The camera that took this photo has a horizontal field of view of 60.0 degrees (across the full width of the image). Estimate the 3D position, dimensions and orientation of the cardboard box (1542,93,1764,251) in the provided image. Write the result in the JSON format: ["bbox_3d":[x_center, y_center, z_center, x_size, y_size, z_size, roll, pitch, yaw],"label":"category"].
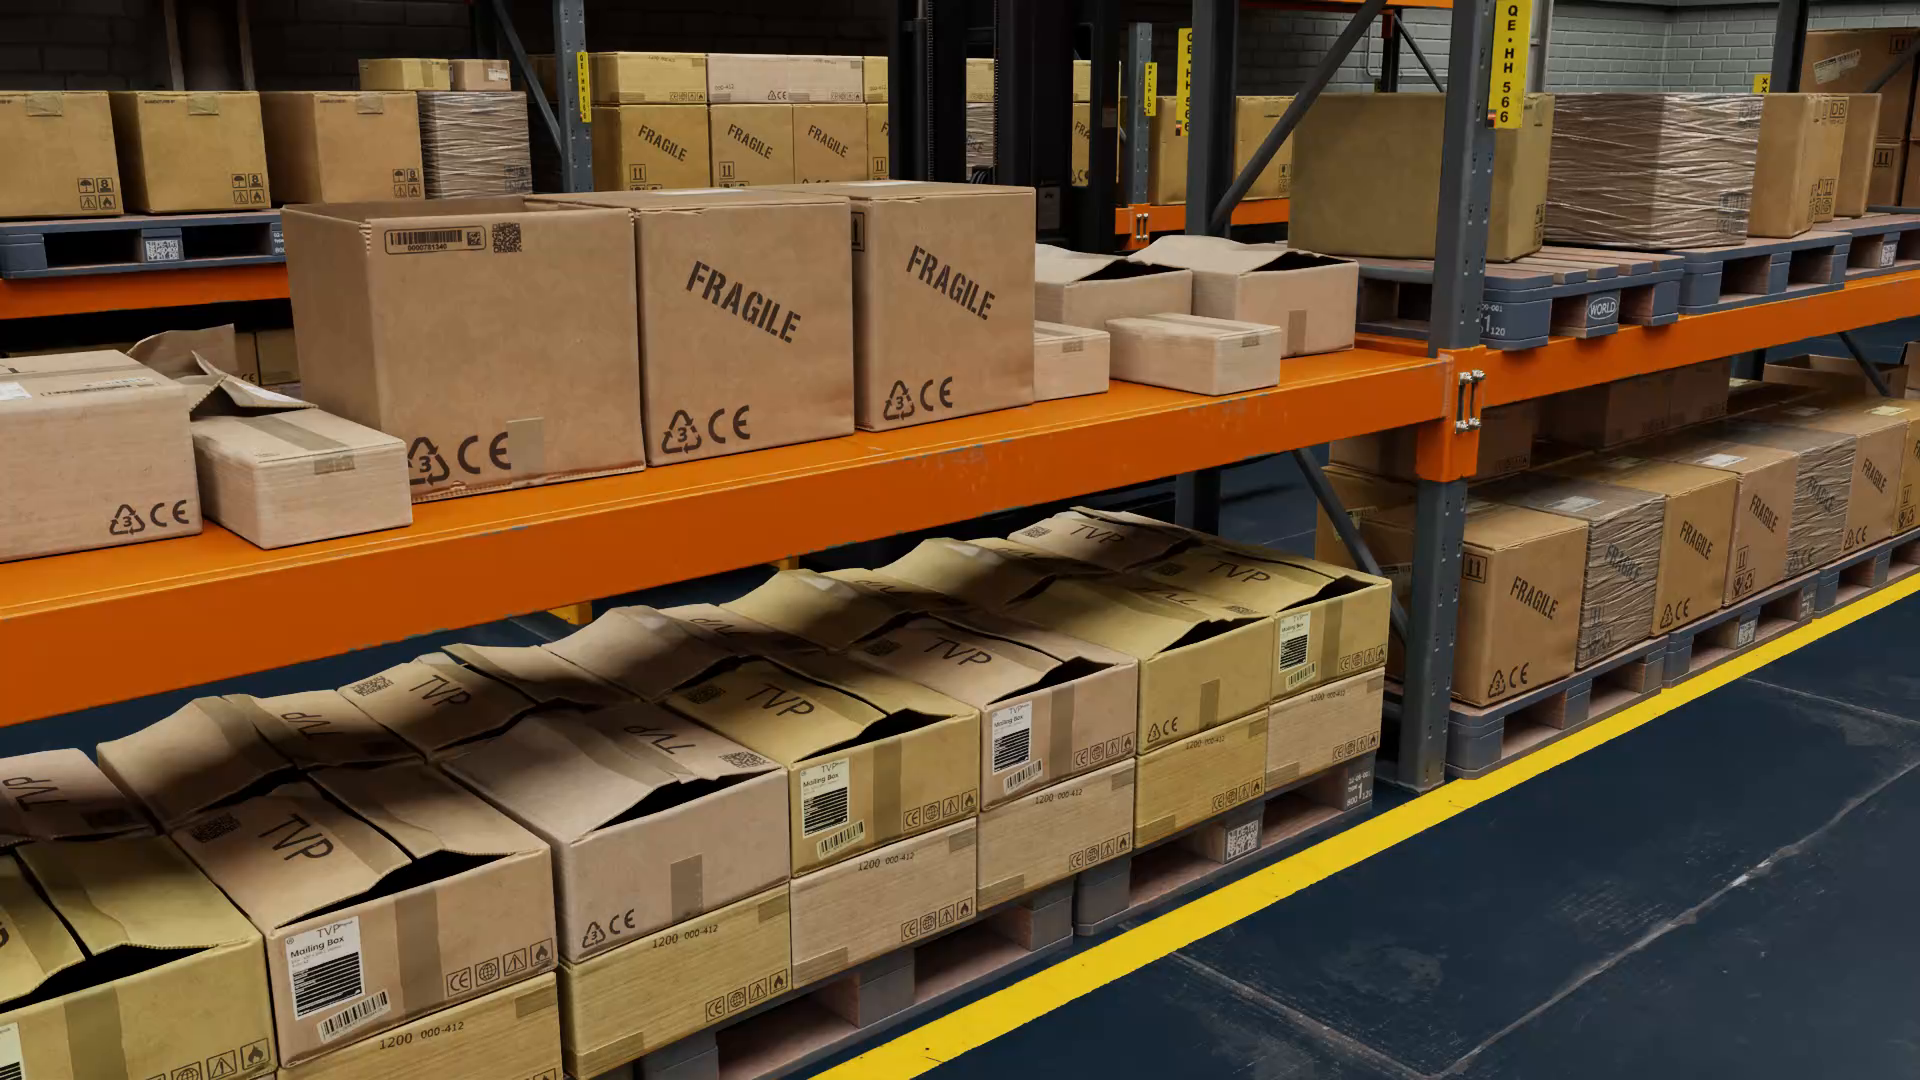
[{"bbox_3d":[2.295,-1.297,5.785,0.500,0.500,0.700,-9,17,-29],"label":"cardboard box"}]

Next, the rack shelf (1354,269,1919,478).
[{"bbox_3d":[2.588,-0.790,6.291,4.000,0.370,1.077,-13,19,-39],"label":"rack shelf"}]

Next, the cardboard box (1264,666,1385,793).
[{"bbox_3d":[0.842,0.463,4.719,0.500,0.250,0.500,-12,19,-38],"label":"cardboard box"}]

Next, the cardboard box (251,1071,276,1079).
[{"bbox_3d":[-1.472,0.984,2.768,0.500,0.250,0.500,-13,20,-41],"label":"cardboard box"}]

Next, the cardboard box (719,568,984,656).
[{"bbox_3d":[-0.286,0.264,4.378,0.500,0.311,0.500,-13,20,-41],"label":"cardboard box"}]

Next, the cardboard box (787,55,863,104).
[{"bbox_3d":[-0.884,-2.530,9.148,0.500,0.250,0.500,-12,19,-39],"label":"cardboard box"}]

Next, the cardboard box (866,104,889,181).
[{"bbox_3d":[-0.477,-2.258,9.580,0.500,0.500,0.500,-12,19,-38],"label":"cardboard box"}]

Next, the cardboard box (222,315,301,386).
[{"bbox_3d":[-3.156,-0.914,7.896,0.500,0.250,0.500,-12,19,-38],"label":"cardboard box"}]

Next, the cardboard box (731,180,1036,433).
[{"bbox_3d":[-0.176,-0.560,3.840,0.500,0.500,0.500,-14,20,-42],"label":"cardboard box"}]

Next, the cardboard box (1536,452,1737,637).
[{"bbox_3d":[2.383,0.001,5.926,0.500,0.500,0.500,-13,20,-40],"label":"cardboard box"}]

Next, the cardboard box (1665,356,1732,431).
[{"bbox_3d":[2.817,-0.640,6.872,0.500,0.250,0.500,-13,19,-39],"label":"cardboard box"}]

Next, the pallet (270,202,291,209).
[{"bbox_3d":[-2.643,-1.529,8.033,1.003,0.211,1.213,-13,19,-39],"label":"pallet"}]

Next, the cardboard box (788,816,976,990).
[{"bbox_3d":[-0.312,0.723,3.744,0.500,0.250,0.500,-12,19,-38],"label":"cardboard box"}]

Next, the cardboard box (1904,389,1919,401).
[{"bbox_3d":[4.906,-0.669,8.800,0.500,0.311,0.500,-13,19,-39],"label":"cardboard box"}]

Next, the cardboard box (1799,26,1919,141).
[{"bbox_3d":[4.308,-2.144,7.834,0.500,0.500,0.500,-13,19,-39],"label":"cardboard box"}]

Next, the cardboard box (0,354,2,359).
[{"bbox_3d":[-4.319,-0.656,6.930,0.500,0.250,0.500,-13,20,-41],"label":"cardboard box"}]

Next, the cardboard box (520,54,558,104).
[{"bbox_3d":[-2.004,-2.454,8.863,0.500,0.250,0.500,-12,19,-38],"label":"cardboard box"}]

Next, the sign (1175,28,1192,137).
[{"bbox_3d":[0.716,-1.424,5.180,0.005,0.325,0.100,-13,19,-39],"label":"sign"}]

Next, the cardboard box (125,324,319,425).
[{"bbox_3d":[-1.396,-0.241,3.101,0.258,0.266,0.396,-13,20,-41],"label":"cardboard box"}]

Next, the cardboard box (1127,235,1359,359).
[{"bbox_3d":[0.776,-0.703,4.742,0.500,0.311,0.500,-11,19,-36],"label":"cardboard box"}]

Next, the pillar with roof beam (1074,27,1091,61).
[{"bbox_3d":[3.628,-4.788,8.237,0.400,9.000,9.100,-13,19,-39],"label":"pillar with roof beam"}]

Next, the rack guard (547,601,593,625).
[{"bbox_3d":[-1.661,0.150,6.703,0.087,0.250,0.587,-12,19,-39],"label":"rack guard"}]

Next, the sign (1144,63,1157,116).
[{"bbox_3d":[1.205,-2.858,10.546,0.005,0.325,0.100,-13,19,-39],"label":"sign"}]

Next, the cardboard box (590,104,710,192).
[{"bbox_3d":[-1.641,-1.997,8.605,0.500,0.500,0.500,-12,19,-38],"label":"cardboard box"}]

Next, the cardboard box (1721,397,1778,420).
[{"bbox_3d":[3.176,-0.355,7.256,0.500,0.500,0.500,-12,19,-39],"label":"cardboard box"}]

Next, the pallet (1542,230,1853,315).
[{"bbox_3d":[2.543,-1.037,6.191,1.213,0.211,1.003,-13,19,-39],"label":"pallet"}]

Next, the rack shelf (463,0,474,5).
[{"bbox_3d":[-3.684,-2.526,6.975,4.000,0.370,1.077,-13,19,-39],"label":"rack shelf"}]

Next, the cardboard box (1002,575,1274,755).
[{"bbox_3d":[0.458,0.281,4.312,0.500,0.311,0.500,-13,20,-40],"label":"cardboard box"}]

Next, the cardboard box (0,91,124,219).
[{"bbox_3d":[-3.884,-1.637,7.018,0.500,0.500,0.700,-10,18,-32],"label":"cardboard box"}]

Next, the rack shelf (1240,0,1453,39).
[{"bbox_3d":[2.351,-3.881,12.048,4.000,0.370,1.077,-13,19,-39],"label":"rack shelf"}]

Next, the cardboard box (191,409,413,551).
[{"bbox_3d":[-1.136,-0.110,2.838,0.250,0.149,0.380,-13,19,-39],"label":"cardboard box"}]

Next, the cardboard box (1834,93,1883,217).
[{"bbox_3d":[3.592,-1.691,7.262,0.700,0.500,0.500,8,17,28],"label":"cardboard box"}]

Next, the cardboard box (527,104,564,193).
[{"bbox_3d":[-1.992,-2.096,8.975,0.500,0.500,0.500,-12,19,-39],"label":"cardboard box"}]

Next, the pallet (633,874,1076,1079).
[{"bbox_3d":[-0.488,0.885,4.026,1.213,0.211,1.003,-13,19,-39],"label":"pallet"}]

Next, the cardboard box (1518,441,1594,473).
[{"bbox_3d":[2.021,-0.096,6.287,0.500,0.500,0.500,-14,20,-41],"label":"cardboard box"}]

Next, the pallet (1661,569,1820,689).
[{"bbox_3d":[2.587,0.223,6.505,1.213,0.211,1.003,-13,19,-39],"label":"pallet"}]

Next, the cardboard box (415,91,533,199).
[{"bbox_3d":[-2.524,-1.942,8.162,0.700,0.500,0.500,13,20,40],"label":"cardboard box"}]

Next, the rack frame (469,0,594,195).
[{"bbox_3d":[-2.176,-1.763,8.537,0.127,3.000,1.000,-13,19,-39],"label":"rack frame"}]

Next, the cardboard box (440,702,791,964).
[{"bbox_3d":[-0.693,0.540,3.344,0.500,0.311,0.500,-14,20,-41],"label":"cardboard box"}]

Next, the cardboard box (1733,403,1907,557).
[{"bbox_3d":[3.534,-0.260,6.903,0.500,0.500,0.500,-13,19,-39],"label":"cardboard box"}]

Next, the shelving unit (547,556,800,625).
[{"bbox_3d":[-1.283,-0.537,6.855,1.083,1.500,0.587,-12,19,-39],"label":"shelving unit"}]

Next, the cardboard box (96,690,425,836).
[{"bbox_3d":[-1.433,0.519,3.421,0.500,0.311,0.500,-12,19,-38],"label":"cardboard box"}]

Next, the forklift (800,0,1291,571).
[{"bbox_3d":[0.474,-1.523,7.772,3.031,2.935,1.130,-13,20,-40],"label":"forklift"}]
